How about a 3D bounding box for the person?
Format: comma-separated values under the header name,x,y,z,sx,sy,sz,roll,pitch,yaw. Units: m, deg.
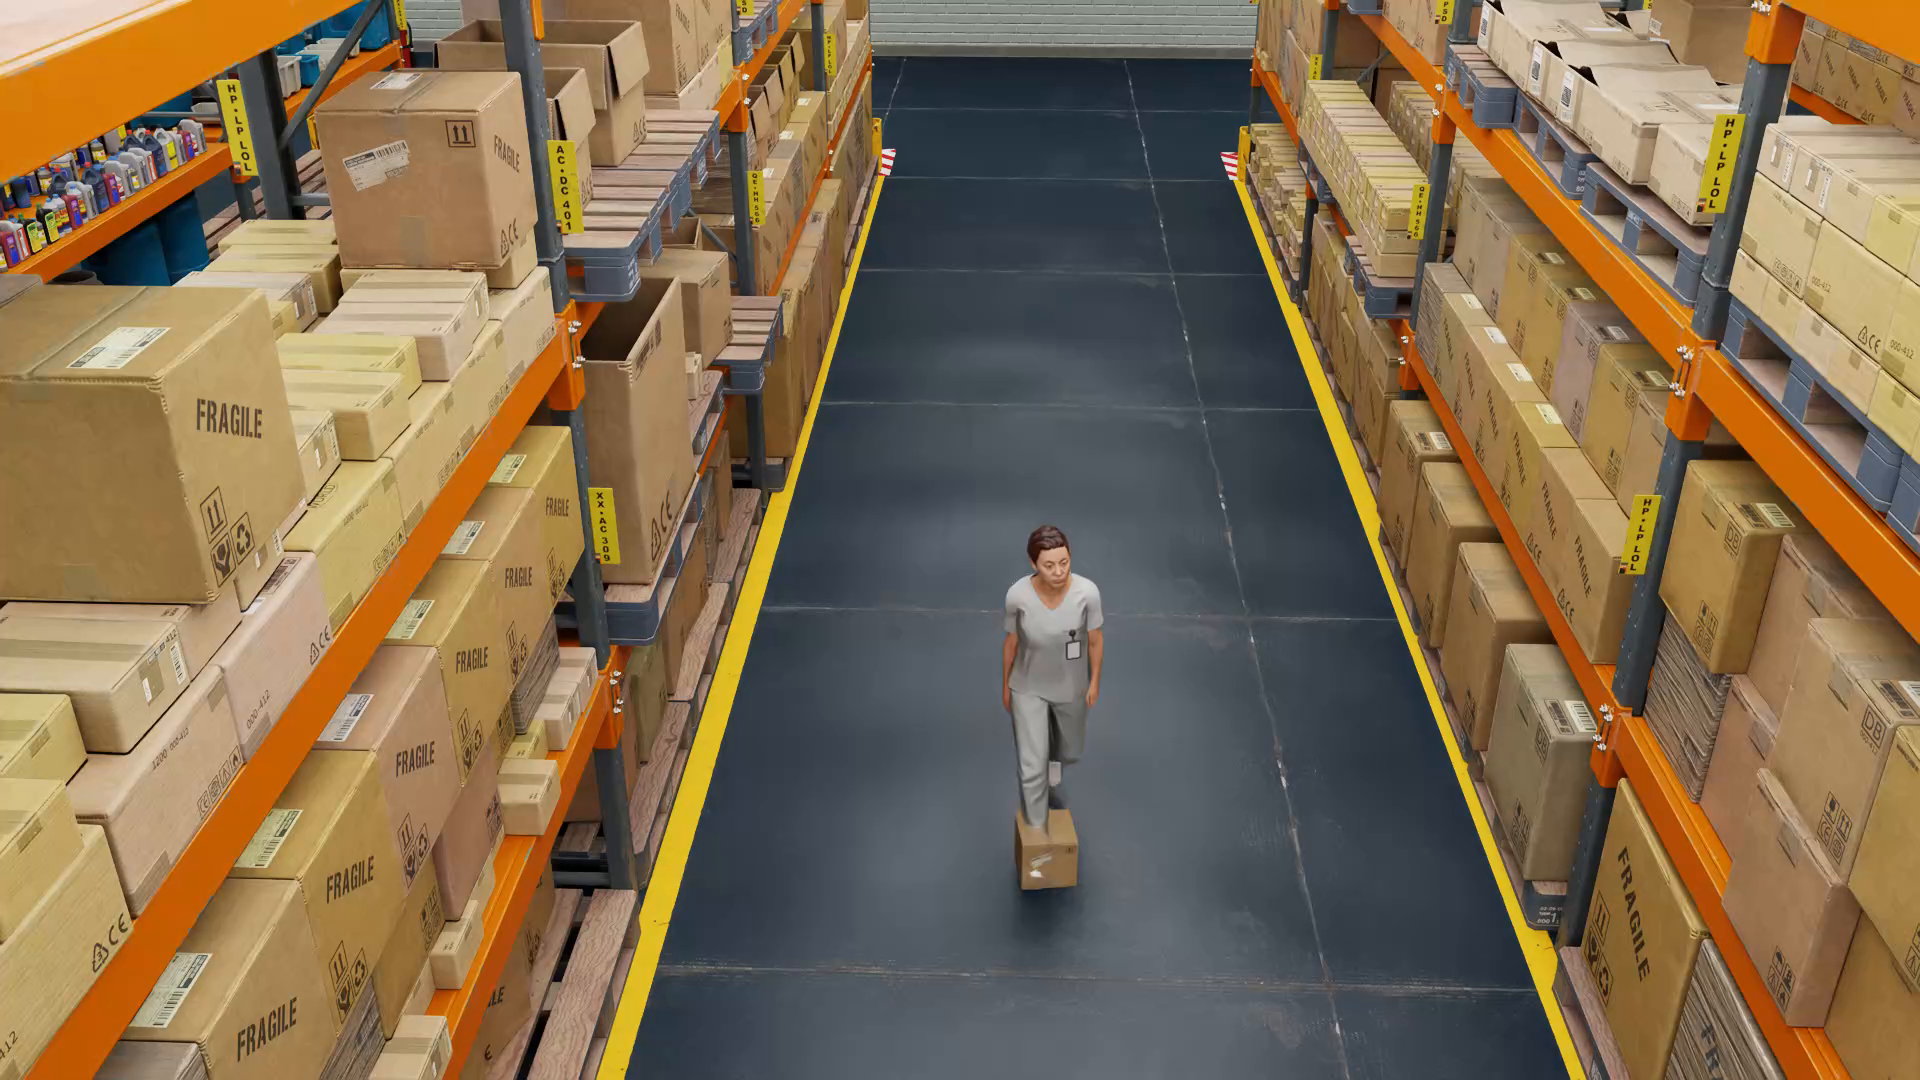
name,x,y,z,sx,sy,sz,roll,pitch,yaw
person,0.407,0.626,7.466,0.449,1.633,0.919,-1,28,-3
